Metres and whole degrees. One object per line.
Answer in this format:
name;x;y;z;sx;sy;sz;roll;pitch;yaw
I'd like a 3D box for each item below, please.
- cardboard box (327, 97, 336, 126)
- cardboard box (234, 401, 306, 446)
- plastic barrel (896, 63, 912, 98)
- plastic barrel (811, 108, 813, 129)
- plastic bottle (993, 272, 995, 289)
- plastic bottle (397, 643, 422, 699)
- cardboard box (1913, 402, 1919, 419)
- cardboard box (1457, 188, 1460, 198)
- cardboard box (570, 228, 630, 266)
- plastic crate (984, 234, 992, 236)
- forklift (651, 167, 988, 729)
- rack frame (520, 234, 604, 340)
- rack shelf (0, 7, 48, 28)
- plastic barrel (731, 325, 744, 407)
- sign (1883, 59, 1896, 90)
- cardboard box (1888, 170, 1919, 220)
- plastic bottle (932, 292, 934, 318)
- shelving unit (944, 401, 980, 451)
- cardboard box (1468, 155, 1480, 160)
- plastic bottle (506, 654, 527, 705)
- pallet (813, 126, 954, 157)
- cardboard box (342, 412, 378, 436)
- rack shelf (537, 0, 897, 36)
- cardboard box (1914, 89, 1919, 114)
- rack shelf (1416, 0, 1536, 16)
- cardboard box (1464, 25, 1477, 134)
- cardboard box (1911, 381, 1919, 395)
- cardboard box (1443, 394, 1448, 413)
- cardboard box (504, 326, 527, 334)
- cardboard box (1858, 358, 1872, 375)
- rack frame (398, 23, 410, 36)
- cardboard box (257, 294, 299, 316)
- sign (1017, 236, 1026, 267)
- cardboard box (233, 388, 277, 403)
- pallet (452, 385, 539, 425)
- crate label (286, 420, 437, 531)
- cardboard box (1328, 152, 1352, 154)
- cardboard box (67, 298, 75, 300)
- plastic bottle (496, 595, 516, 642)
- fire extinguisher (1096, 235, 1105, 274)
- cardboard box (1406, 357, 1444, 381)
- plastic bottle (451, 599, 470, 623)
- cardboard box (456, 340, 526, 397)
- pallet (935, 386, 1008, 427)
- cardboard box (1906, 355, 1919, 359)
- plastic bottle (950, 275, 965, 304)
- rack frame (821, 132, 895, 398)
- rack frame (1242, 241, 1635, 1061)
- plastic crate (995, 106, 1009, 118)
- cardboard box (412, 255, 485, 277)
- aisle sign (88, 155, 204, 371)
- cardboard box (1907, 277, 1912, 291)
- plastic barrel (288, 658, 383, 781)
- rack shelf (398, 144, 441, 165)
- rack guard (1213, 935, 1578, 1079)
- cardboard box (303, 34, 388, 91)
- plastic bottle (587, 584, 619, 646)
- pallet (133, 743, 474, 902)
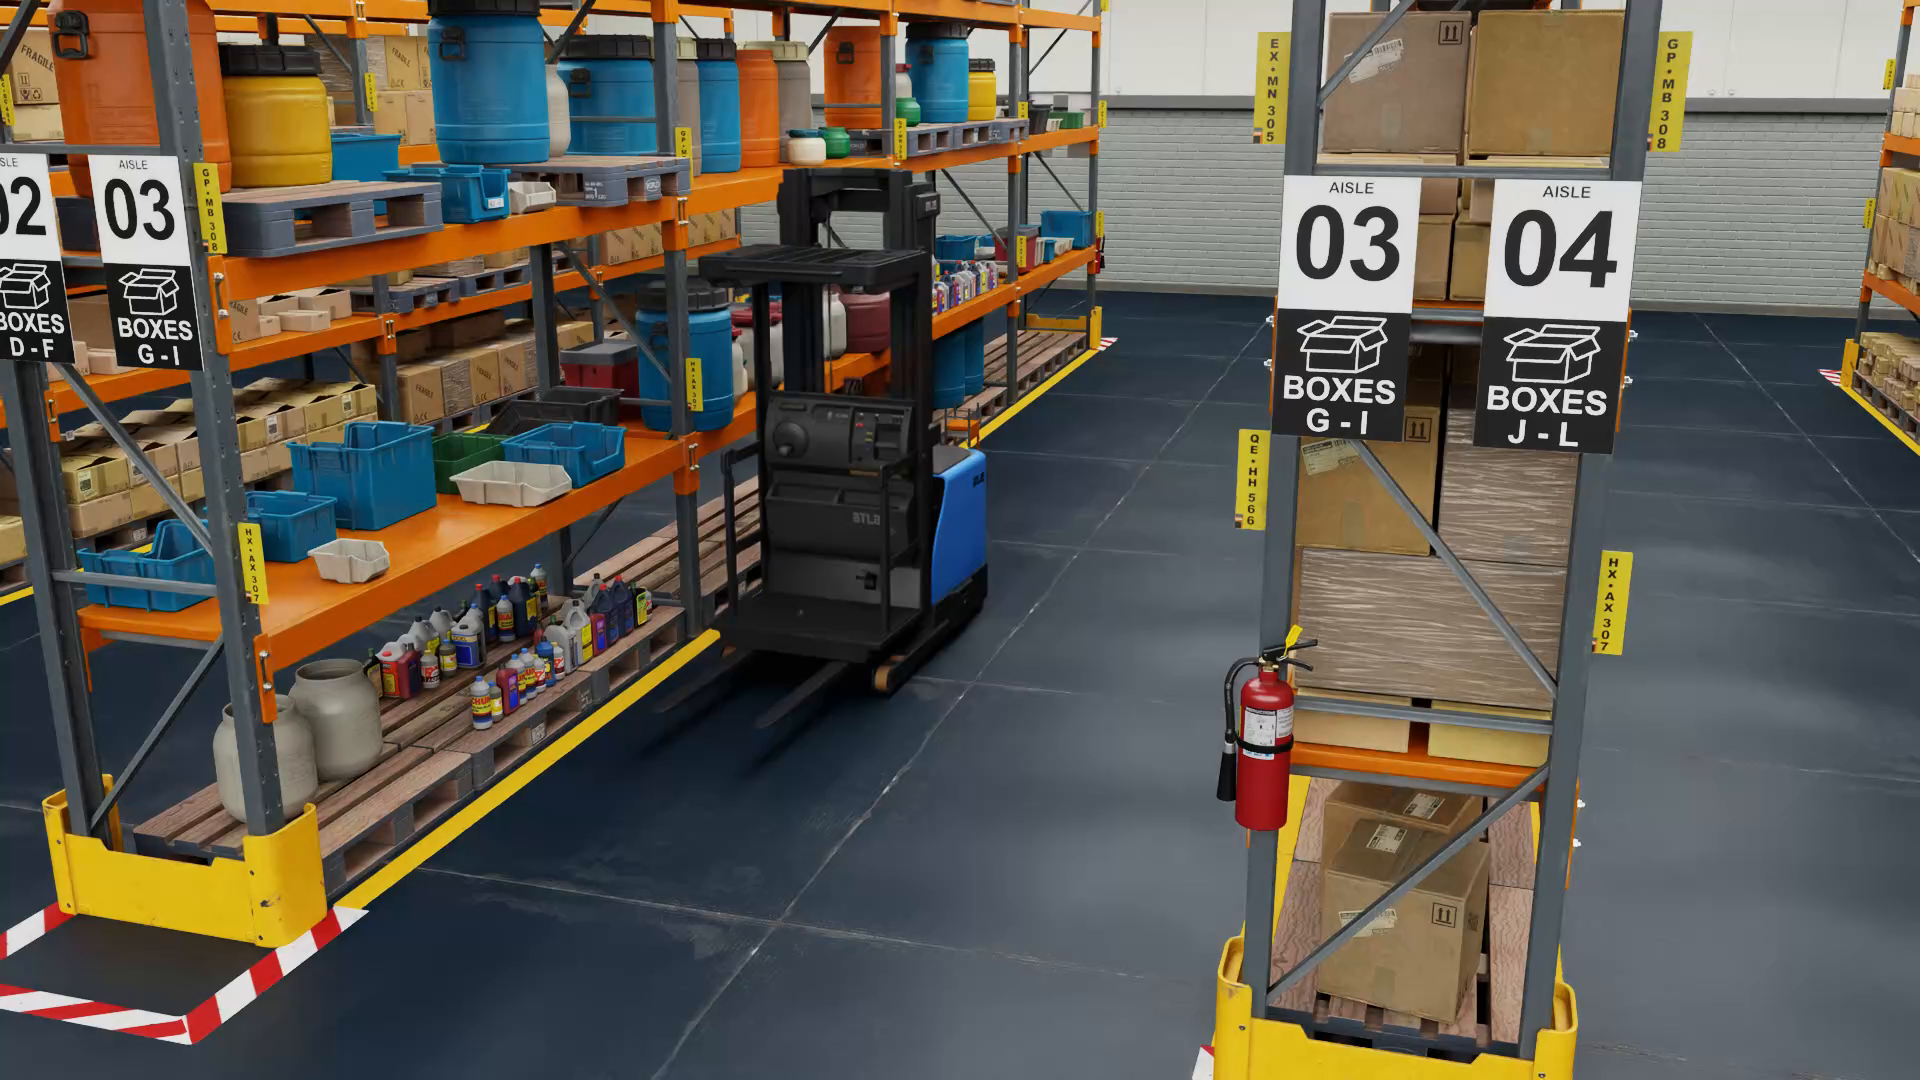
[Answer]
cardboard box;-5.837;-3.746;14.547;0.500;0.250;0.500;3;16;12
cardboard box;-5.963;-1.020;14.172;0.500;0.311;0.500;5;16;16
plastic barrel;-0.655;-4.097;15.261;0.433;0.535;0.433;0;16;0
plastic barrel;-1.396;-3.350;13.442;0.421;0.512;0.421;0;16;0
plastic bottle;0.314;-2.701;17.219;0.097;0.201;0.097;0;16;0
plastic bottle;-2.986;0.707;9.011;0.061;0.283;0.133;5;16;16
cardboard box;9.550;-1.257;16.220;0.380;0.149;0.250;4;16;14
cardboard box;1.647;-1.215;6.393;0.500;0.250;0.500;5;17;17
cardboard box;-4.220;-3.503;19.498;0.500;0.500;0.500;5;17;17
plastic crate;0.499;-3.569;20.111;0.416;0.233;0.300;5;16;16
forklift;-0.801;-0.644;9.729;1.130;2.935;3.031;6;17;19
rack frame;-4.626;-3.342;19.116;1.000;3.000;0.127;5;16;16
rack shelf;-9.945;-5.550;17.957;1.077;0.370;4.000;5;16;16
plastic barrel;-1.669;-1.163;11.184;0.433;0.535;0.433;0;16;0
sign;10.214;-5.114;18.265;0.100;0.325;0.005;5;16;16
cardboard box;10.215;-3.652;17.645;0.500;0.500;0.500;5;17;17
plastic bottle;-0.287;-2.182;15.260;0.097;0.271;0.097;0;16;0
shelving unit;0.015;-0.519;12.735;0.215;1.050;0.252;5;16;16
cardboard box;2.189;-1.457;6.517;0.380;0.149;0.250;4;16;15
plastic bottle;-2.376;0.743;8.906;0.097;0.271;0.097;0;16;0
pallet;-0.703;-3.456;14.364;1.003;0.211;1.213;5;16;16
cardboard box;-5.678;-1.019;15.193;0.500;0.250;0.500;5;17;17
rack shelf;-1.583;-3.735;11.559;1.077;0.370;4.000;5;16;16
cardboard box;10.058;-4.458;16.909;0.500;0.250;0.500;5;17;17
rack shelf;4.303;-4.398;13.894;1.077;0.370;4.000;5;16;16
cardboard box;2.714;-2.218;8.009;0.500;0.500;0.500;4;16;14
cardboard box;9.726;-1.512;16.574;0.380;0.149;0.250;5;17;17
cardboard box;2.235;-0.430;8.122;0.875;0.500;0.500;5;16;16
cardboard box;-5.138;-2.103;18.523;0.500;0.500;0.500;5;17;17
cardboard box;10.279;-1.927;18.581;0.380;0.149;0.250;5;17;17
rack frame;-8.240;-7.658;23.338;1.000;3.000;0.127;5;16;16
cardboard box;-6.202;-2.034;14.667;0.500;0.311;0.500;4;16;15
sign;0.649;-3.047;17.569;0.100;0.325;0.005;5;16;16
cardboard box;-6.334;-1.193;14.779;0.500;0.311;0.500;4;16;14
pallet;-5.165;-1.465;17.607;1.003;0.211;1.213;5;16;16
crate label;-3.024;-0.337;8.457;0.502;0.435;0.616;5;16;16
cardboard box;1.617;-1.433;6.432;0.380;0.149;0.250;4;16;13
cardboard box;-9.923;-2.258;18.462;0.750;0.750;0.750;5;16;16
plastic bottle;-2.704;0.463;9.894;0.097;0.271;0.097;0;16;0
fire extinguisher;1.738;-3.791;21.525;0.296;0.674;0.183;5;16;16
cardboard box;1.517;-0.400;6.183;0.500;0.500;0.500;5;16;16
plastic bottle;-2.919;0.499;9.744;0.061;0.283;0.133;5;17;18
cardboard box;-4.925;-1.807;17.478;0.500;0.500;0.500;4;16;14
pallet;-0.137;-1.417;17.439;1.003;0.211;1.213;5;16;16
cardboard box;9.925;-1.796;17.028;0.380;0.149;0.250;5;16;16
plastic bottle;-0.031;-2.446;16.184;0.152;0.276;0.135;5;16;16
rack frame;-1.014;-1.911;14.069;1.000;3.000;0.127;5;16;16
rack frame;1.461;0.566;5.336;1.000;3.000;0.127;5;16;16
plastic crate;0.333;-4.834;19.095;0.437;0.282;0.530;5;16;16
cardboard box;-5.249;-2.944;16.759;0.700;0.500;0.500;8;18;26
aisle sign;-3.027;-1.027;6.189;0.394;0.787;0.004;5;16;16
cardboard box;9.934;-2.616;17.017;0.380;0.149;0.250;5;17;18
plastic barrel;-3.032;0.868;8.063;0.421;0.512;0.421;0;16;0
rack shelf;-5.194;-3.916;16.961;1.077;0.370;4.000;5;16;16
rack guard;1.482;1.749;5.747;1.175;0.500;0.348;5;16;16
cardboard box;-5.632;-4.382;15.268;0.500;0.500;0.500;5;16;16
plastic bottle;-2.112;0.439;9.831;0.144;0.351;0.185;4;16;13
pallet;-3.075;1.288;7.901;1.003;0.211;1.213;5;16;16
